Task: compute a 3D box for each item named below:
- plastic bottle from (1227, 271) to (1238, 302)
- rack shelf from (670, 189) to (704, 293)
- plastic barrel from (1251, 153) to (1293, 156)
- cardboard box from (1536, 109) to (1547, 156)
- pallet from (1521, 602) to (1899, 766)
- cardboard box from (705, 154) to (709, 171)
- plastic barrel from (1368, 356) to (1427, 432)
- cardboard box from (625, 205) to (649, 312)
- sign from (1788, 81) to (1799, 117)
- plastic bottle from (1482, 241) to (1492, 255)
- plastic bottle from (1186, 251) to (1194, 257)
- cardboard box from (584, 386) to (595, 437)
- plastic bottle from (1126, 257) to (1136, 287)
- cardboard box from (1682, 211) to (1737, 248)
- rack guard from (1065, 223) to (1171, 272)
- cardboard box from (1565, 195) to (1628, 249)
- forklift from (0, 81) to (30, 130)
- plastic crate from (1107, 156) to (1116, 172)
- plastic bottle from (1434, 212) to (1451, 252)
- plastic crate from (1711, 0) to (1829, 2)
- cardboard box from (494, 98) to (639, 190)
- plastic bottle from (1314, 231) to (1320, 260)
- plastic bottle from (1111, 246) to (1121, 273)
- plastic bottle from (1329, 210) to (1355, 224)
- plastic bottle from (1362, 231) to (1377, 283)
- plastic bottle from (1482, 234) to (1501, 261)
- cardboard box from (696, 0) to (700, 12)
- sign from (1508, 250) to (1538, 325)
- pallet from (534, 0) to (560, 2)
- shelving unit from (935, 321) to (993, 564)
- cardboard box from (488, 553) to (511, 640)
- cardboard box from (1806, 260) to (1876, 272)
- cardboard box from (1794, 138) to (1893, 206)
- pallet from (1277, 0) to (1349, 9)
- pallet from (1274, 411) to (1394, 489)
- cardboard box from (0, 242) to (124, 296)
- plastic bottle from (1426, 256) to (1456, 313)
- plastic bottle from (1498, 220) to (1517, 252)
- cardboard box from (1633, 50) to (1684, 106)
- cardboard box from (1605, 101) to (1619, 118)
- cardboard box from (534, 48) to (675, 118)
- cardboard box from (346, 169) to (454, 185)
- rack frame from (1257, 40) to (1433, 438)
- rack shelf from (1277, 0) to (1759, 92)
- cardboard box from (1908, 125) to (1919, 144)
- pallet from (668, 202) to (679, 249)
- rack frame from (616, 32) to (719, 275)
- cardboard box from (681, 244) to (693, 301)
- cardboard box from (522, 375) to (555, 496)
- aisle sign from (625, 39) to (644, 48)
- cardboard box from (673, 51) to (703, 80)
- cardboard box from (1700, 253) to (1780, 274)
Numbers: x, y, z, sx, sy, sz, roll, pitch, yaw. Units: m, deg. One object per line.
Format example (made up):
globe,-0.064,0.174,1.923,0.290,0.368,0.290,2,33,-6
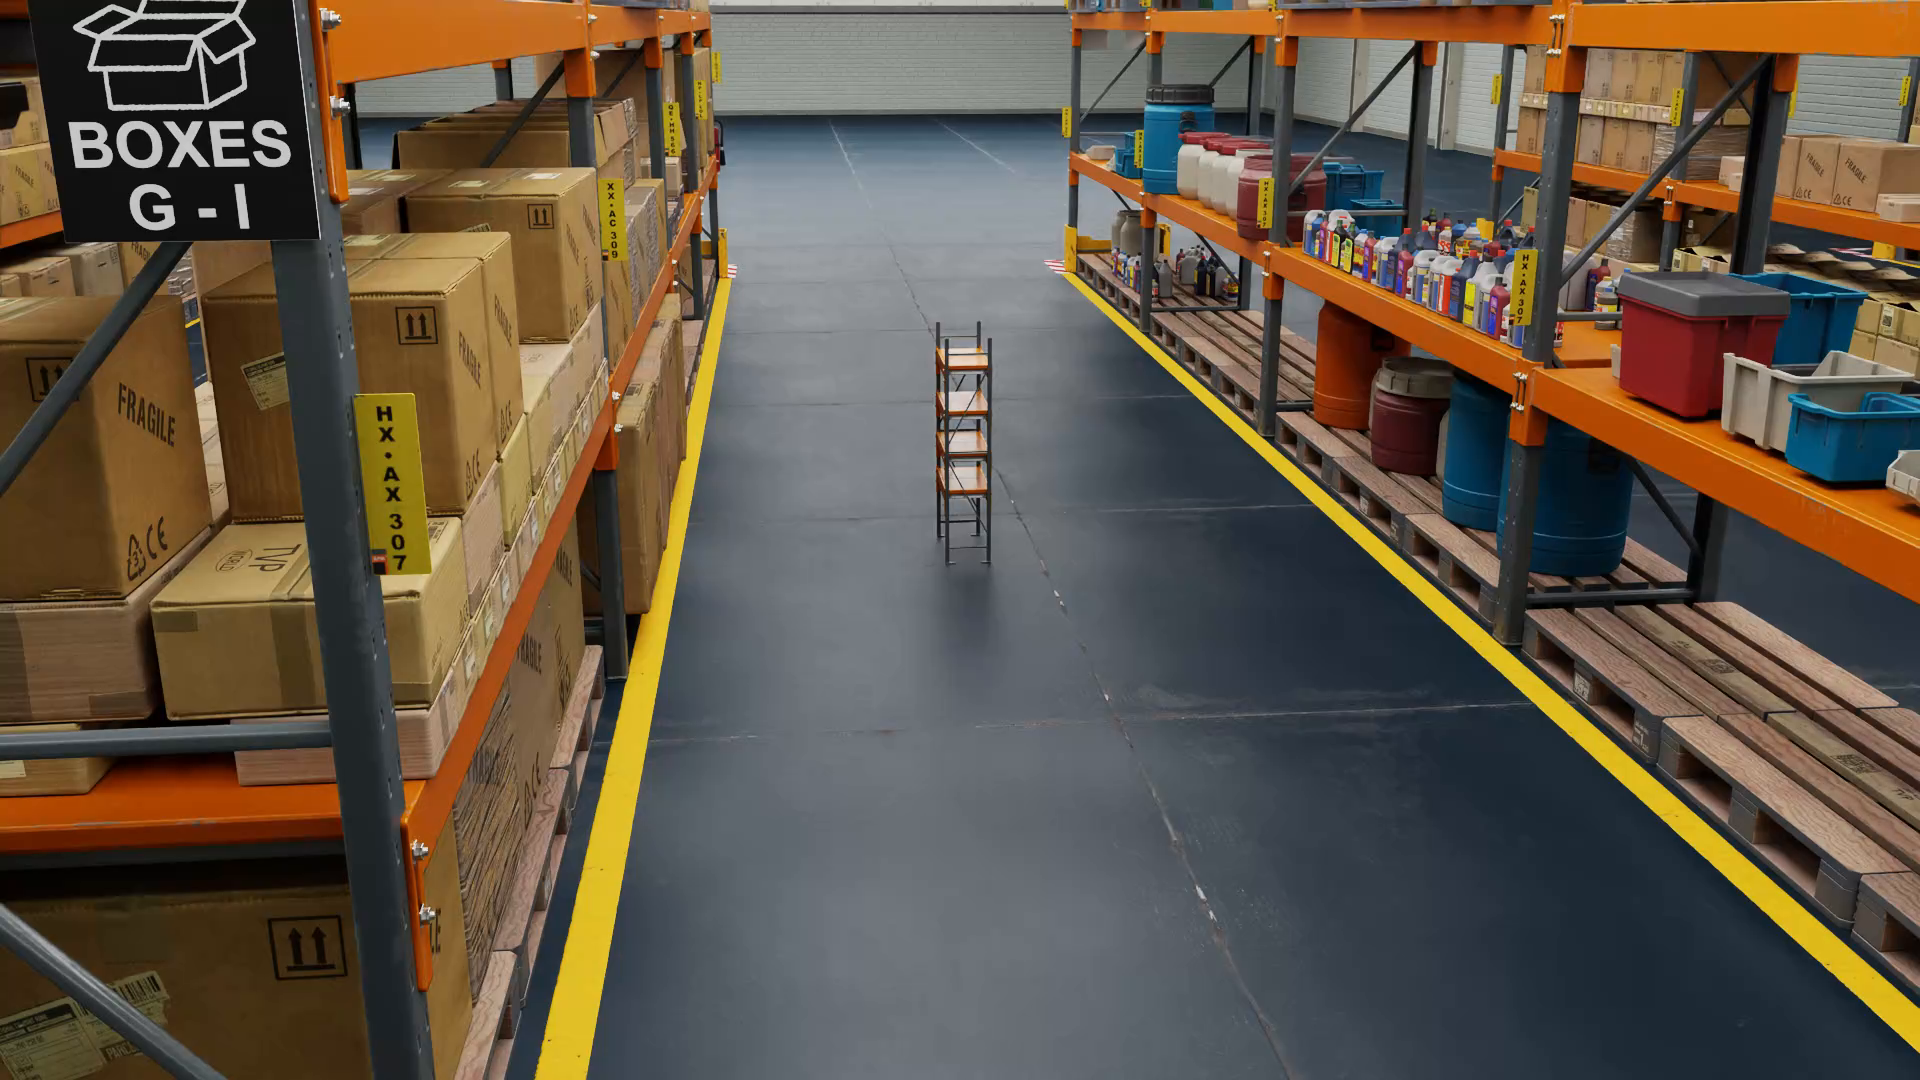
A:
plastic bottle,2.554,-2.373,15.548,0.097,0.271,0.097,0,17,0
rack shelf,-2.569,-2.264,12.582,1.077,0.370,4.000,-2,18,-6
plastic barrel,2.245,-2.518,12.003,0.421,0.512,0.421,0,17,0
cardboard box,6.760,-4.452,18.183,0.700,0.500,0.500,-1,17,-4
pallet,3.091,0.575,6.992,1.003,0.211,1.213,-2,18,-6
cardboard box,-2.694,-3.753,16.543,0.380,0.149,0.250,-2,18,-6
plastic barrel,2.778,-0.867,10.384,0.421,0.512,0.421,0,17,0
cardboard box,-1.911,-1.465,8.669,0.500,0.500,0.500,-1,17,-5
sign,7.617,-4.043,15.245,0.100,0.325,0.005,-2,18,-6
plastic bottle,3.118,-1.656,9.775,0.097,0.201,0.097,0,17,0
plastic bottle,2.377,-2.808,16.925,0.152,0.276,0.135,-2,18,-7
cardboard box,-1.540,-0.466,6.073,0.380,0.149,0.250,-2,18,-7
plastic bottle,1.732,-2.652,16.428,0.152,0.276,0.135,-1,17,-5
cardboard box,7.342,-2.902,16.052,0.500,0.500,0.500,-2,18,-6
rack guard,1.793,-3.334,18.963,1.175,0.500,0.348,-2,18,-6
cardboard box,6.652,-3.333,17.422,0.500,0.500,0.500,-2,18,-6
forklift,-4.335,-0.754,6.686,1.130,2.935,3.031,-2,18,-6
plastic crate,1.732,-3.707,16.416,0.530,0.136,0.437,-2,18,-6
plastic bottle,3.054,-1.933,10.521,0.061,0.283,0.133,-2,18,-6
plastic crate,2.832,-1.963,5.633,0.497,0.269,0.590,-2,18,-6
cardboard box,-2.303,-2.320,9.716,0.797,0.503,0.637,-1,17,-4
plastic bottle,2.282,-1.867,10.446,0.097,0.201,0.097,0,17,0
plastic bottle,1.616,-2.906,17.248,0.097,0.271,0.097,0,17,0
plastic bottle,2.438,-1.971,10.655,0.152,0.276,0.135,-2,18,-6
plastic bottle,2.361,-1.624,9.538,0.061,0.283,0.133,-2,18,-6
plastic bottle,3.023,-1.602,9.465,0.061,0.283,0.133,-2,18,-6
cardboard box,-2.667,-5.011,15.372,0.500,0.250,0.500,-2,18,-8
sign,2.429,-1.089,7.174,0.100,0.325,0.005,-2,18,-6
pallet,-2.094,-2.431,7.225,0.805,0.209,1.217,-2,18,-8
shelving unit,0.017,-0.523,8.840,0.258,1.200,0.503,-2,18,-6
cardboard box,-1.329,0.145,4.125,0.380,0.149,0.250,-2,18,-6
cardboard box,7.514,-2.249,14.286,0.500,0.311,0.500,-2,18,-6
cardboard box,7.248,-3.020,13.623,0.500,0.500,0.500,-2,18,-6
pallet,2.545,-3.275,9.908,1.003,0.211,1.213,-2,18,-6
pallet,2.687,-0.601,10.738,1.003,0.211,1.213,-2,18,-6
cardboard box,-7.566,-2.025,13.674,1.050,0.750,0.750,-2,18,-6
plastic bottle,2.511,-1.320,8.582,0.152,0.276,0.135,-2,18,-6
plastic bottle,3.123,-1.645,9.490,0.144,0.351,0.185,-2,18,-6
cardboard box,6.973,-4.457,16.035,0.700,0.500,0.500,-2,18,-6
cardboard box,6.708,-4.318,16.674,0.380,0.149,0.250,-1,17,-4
cardboard box,-2.833,-3.449,13.452,1.000,1.000,1.000,-2,18,-5
cardboard box,-2.155,-1.097,6.167,0.500,0.500,0.500,-2,18,-6
rack frame,2.564,-2.165,11.064,1.000,3.000,0.127,-2,18,-6
rack shelf,2.770,-2.657,8.825,1.077,0.370,4.000,-2,18,-6
cardboard box,11.327,-4.637,19.156,0.500,0.250,0.500,-2,18,-7
pallet,-2.542,-2.129,11.271,1.213,0.211,1.003,-2,18,-6
rack frame,-3.188,-4.395,18.169,1.000,3.000,0.127,-2,18,-6
cardboard box,-2.843,-2.502,15.611,0.500,0.500,0.500,4,18,12
cardboard box,-1.486,-0.310,4.909,0.500,0.250,0.500,-2,18,-7
aisle sign,-3.493,-5.645,17.809,0.394,0.787,0.004,-2,18,-6
cardboard box,-2.673,-4.310,15.564,0.500,0.500,0.500,-2,18,-6
cardboard box,6.920,-2.384,14.717,0.500,0.311,0.500,-2,18,-6
